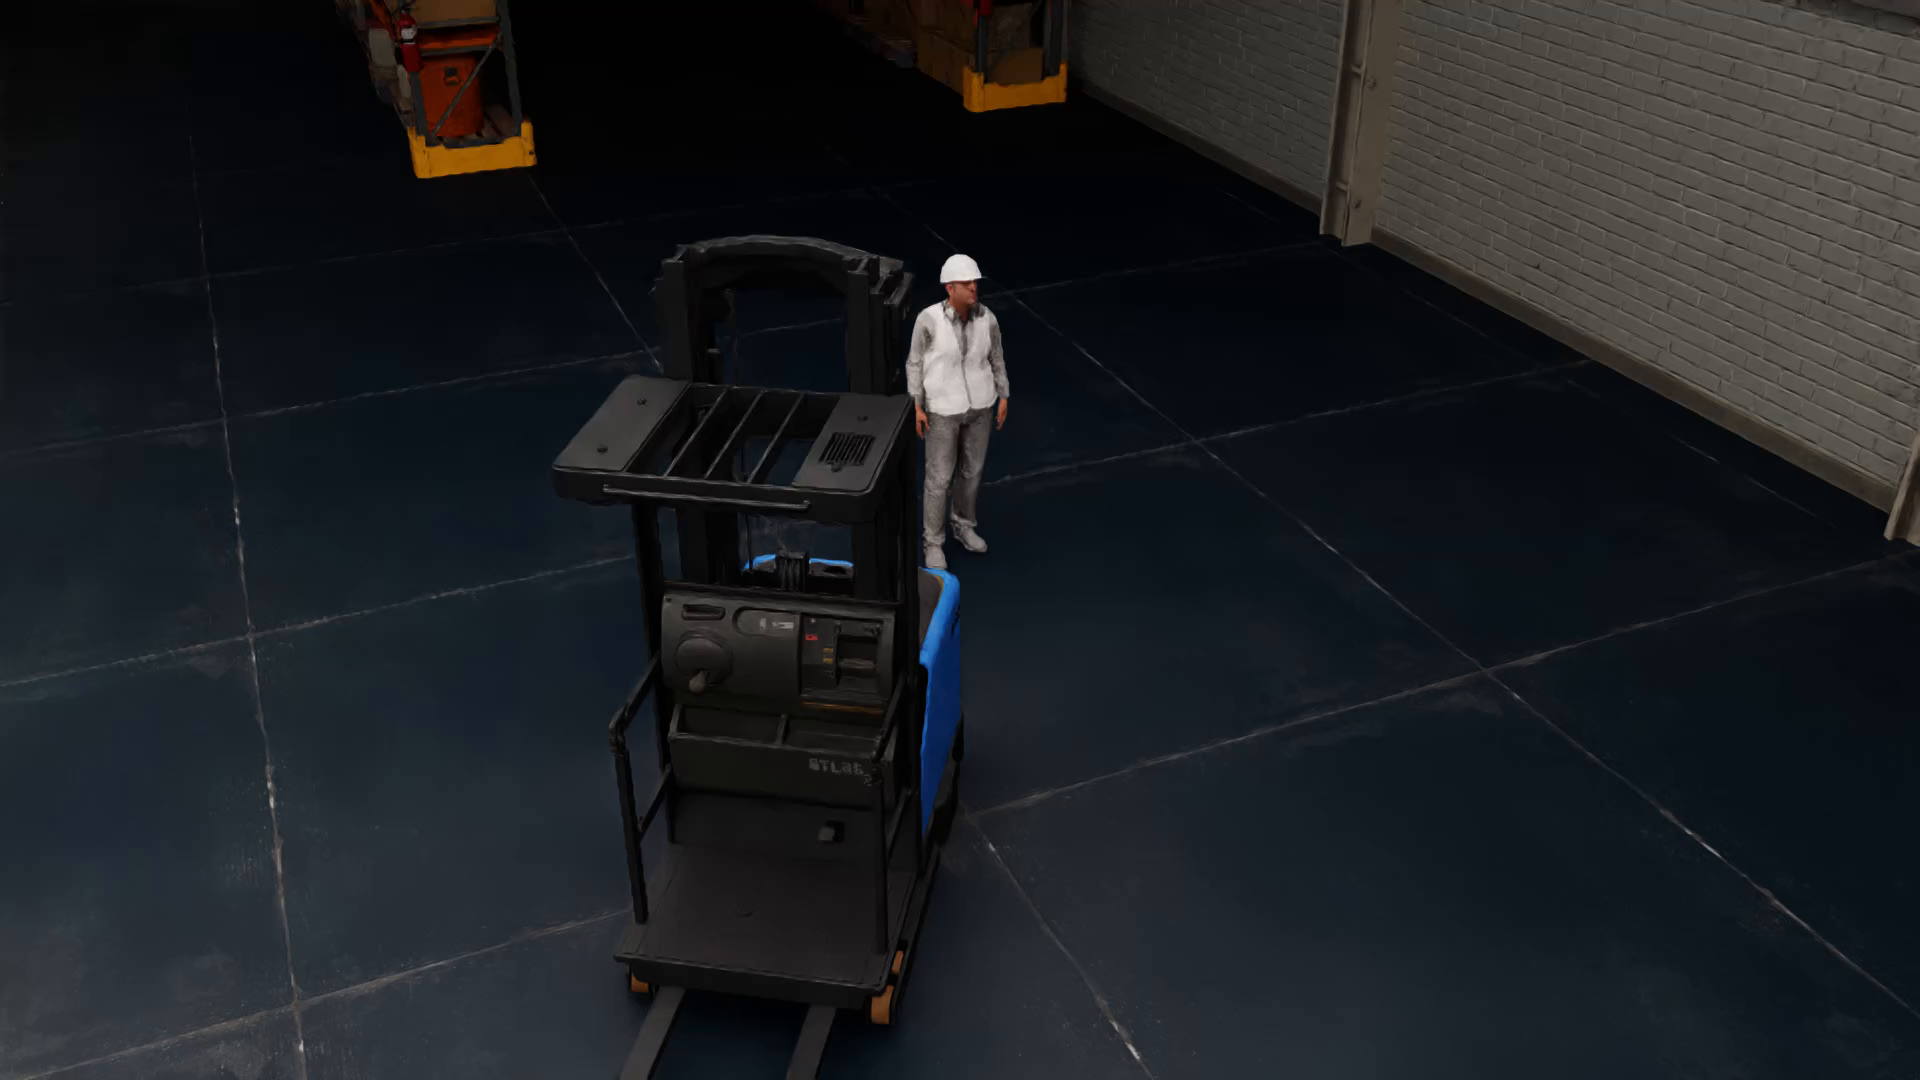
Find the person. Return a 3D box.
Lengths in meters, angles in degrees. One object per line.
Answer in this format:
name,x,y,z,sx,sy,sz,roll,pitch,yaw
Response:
person,0.018,-0.747,9.576,0.632,1.773,0.567,-12,32,-20

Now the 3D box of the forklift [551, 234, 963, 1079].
forklift,-0.746,0.476,6.287,1.130,2.935,3.031,5,30,9
